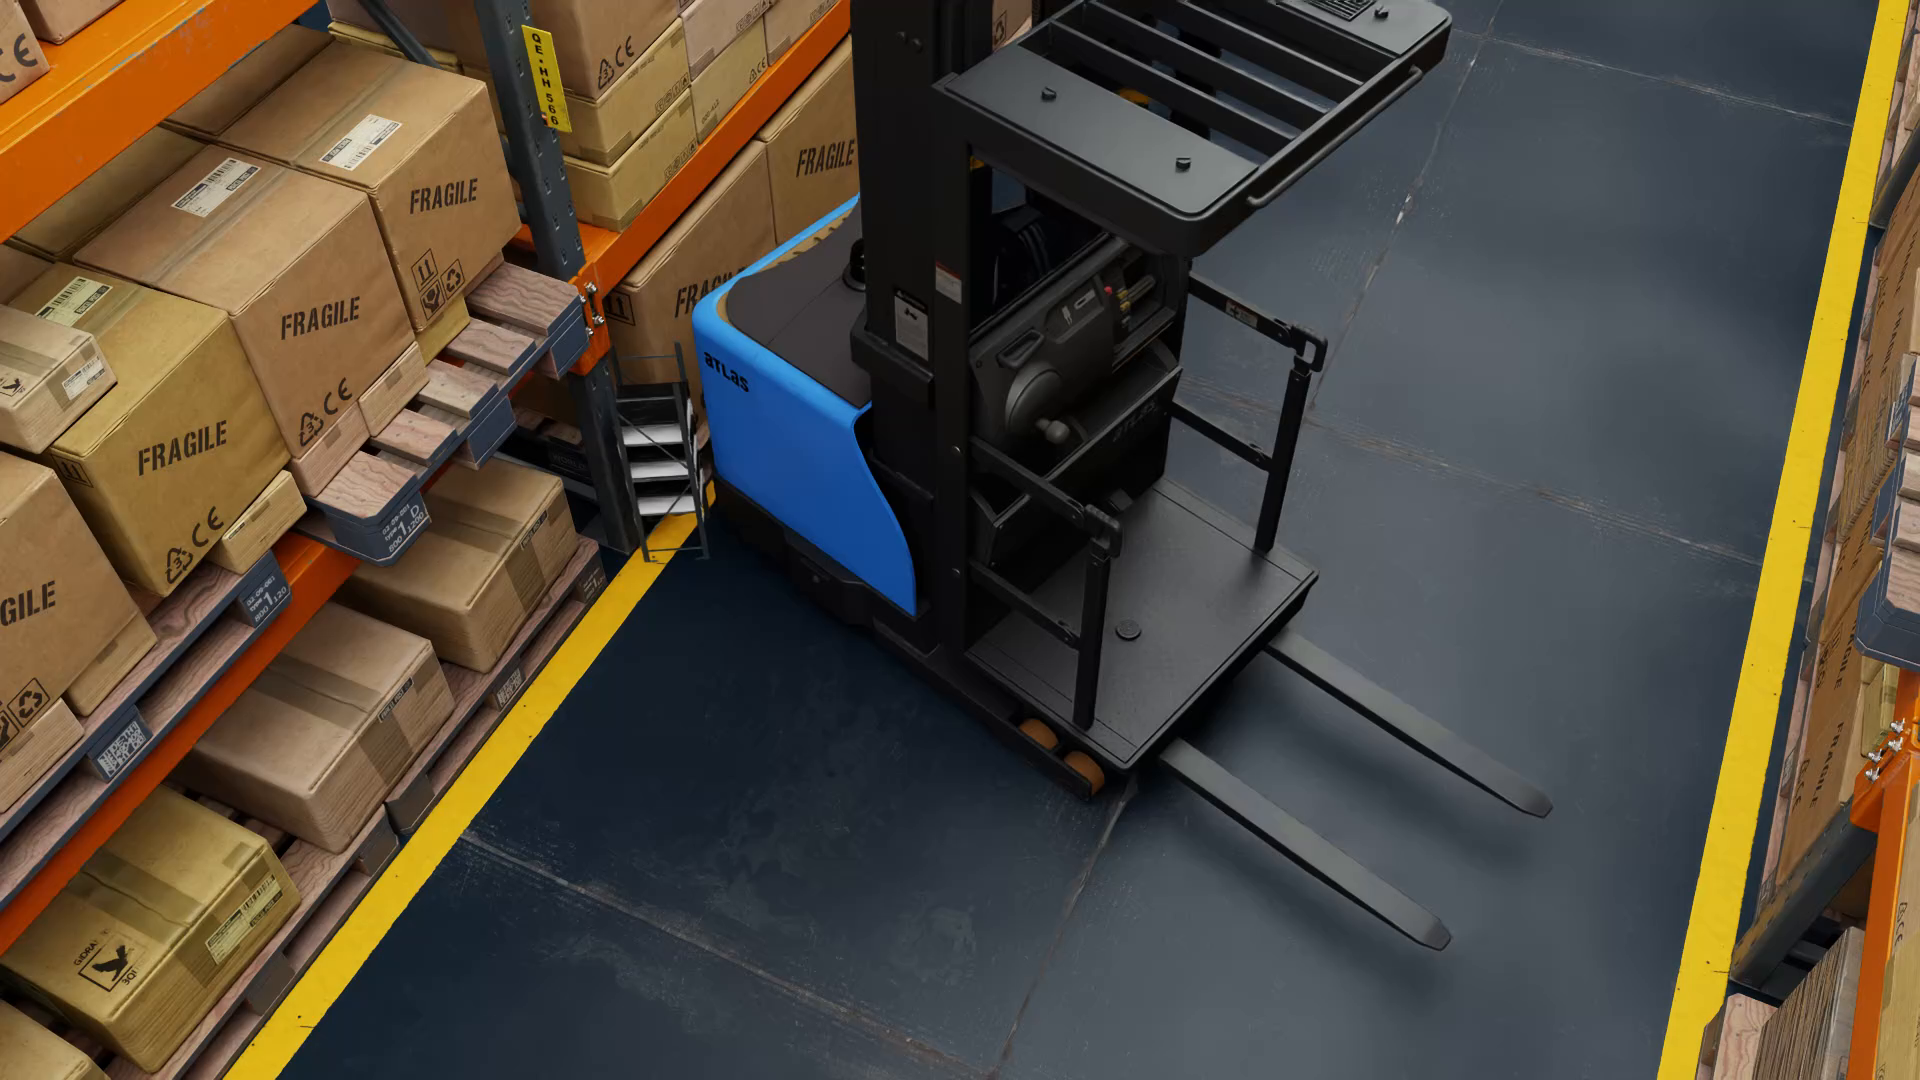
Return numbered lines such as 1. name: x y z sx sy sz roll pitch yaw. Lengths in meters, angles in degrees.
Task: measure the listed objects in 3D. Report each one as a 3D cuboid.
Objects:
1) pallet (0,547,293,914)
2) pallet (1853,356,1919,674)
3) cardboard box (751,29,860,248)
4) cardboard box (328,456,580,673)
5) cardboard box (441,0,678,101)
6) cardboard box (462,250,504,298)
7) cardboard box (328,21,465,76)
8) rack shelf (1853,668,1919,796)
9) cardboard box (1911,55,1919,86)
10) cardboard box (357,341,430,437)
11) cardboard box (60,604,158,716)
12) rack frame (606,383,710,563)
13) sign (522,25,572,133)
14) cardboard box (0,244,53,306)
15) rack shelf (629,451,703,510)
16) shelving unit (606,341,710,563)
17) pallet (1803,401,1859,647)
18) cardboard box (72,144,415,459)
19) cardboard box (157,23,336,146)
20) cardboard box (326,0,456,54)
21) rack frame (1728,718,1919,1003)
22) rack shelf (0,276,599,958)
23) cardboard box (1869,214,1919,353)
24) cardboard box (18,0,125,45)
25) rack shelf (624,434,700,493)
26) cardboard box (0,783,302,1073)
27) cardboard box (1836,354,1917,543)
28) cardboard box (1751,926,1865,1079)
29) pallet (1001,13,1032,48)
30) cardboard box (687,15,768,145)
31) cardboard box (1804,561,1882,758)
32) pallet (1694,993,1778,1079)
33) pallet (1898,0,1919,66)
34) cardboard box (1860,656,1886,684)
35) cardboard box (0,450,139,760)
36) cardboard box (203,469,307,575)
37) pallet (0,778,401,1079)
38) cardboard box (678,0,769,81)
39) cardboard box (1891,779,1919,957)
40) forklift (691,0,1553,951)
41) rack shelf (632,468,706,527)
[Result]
1. pallet: -2.466 0.326 4.129 1.003 0.211 1.213 20 52 16
2. pallet: 3.059 0.073 4.345 1.213 0.211 1.003 20 52 16
3. cardboard box: -0.902 -1.621 6.779 0.875 0.875 0.875 20 53 17
4. cardboard box: -1.907 -0.011 5.740 0.950 0.372 0.625 17 52 14
5. cardboard box: -1.225 -1.729 5.029 0.500 0.500 0.500 18 52 15
6. cardboard box: -1.584 -0.865 4.906 0.380 0.149 0.250 22 53 17
7. cardboard box: -1.680 -1.642 5.448 0.500 0.250 0.500 20 52 16
8. rack shelf: 3.687 -0.644 5.301 1.077 0.370 4.000 20 52 16
9. cardboard box: 4.666 -2.229 7.697 0.396 0.266 0.258 22 53 17
10. cardboard box: -1.700 -0.469 4.568 0.380 0.149 0.250 19 52 16
11. cardboard box: -2.175 0.228 3.976 0.380 0.149 0.250 18 52 15
12. rack frame: -1.052 -0.218 5.844 0.240 0.900 0.006 -4 50 -3
13. sign: -1.162 -1.292 4.671 0.100 0.325 0.005 20 52 16
14. cardboard box: -2.495 -0.414 4.096 0.500 0.500 0.500 21 53 17
15. rack shelf: -1.060 -0.215 6.003 0.258 0.077 0.200 -4 50 -3
16. shelving unit: -1.060 -0.295 5.909 0.258 0.900 0.210 -4 50 -3
17. pallet: 3.708 0.065 6.056 1.003 0.211 1.213 20 52 16
18. cardboard box: -1.811 -0.614 4.266 0.500 0.500 0.500 19 52 16
19. cardboard box: -2.058 -1.143 4.716 0.500 0.500 0.500 18 52 15
20. cardboard box: -1.673 -1.910 5.184 0.500 0.500 0.500 19 52 15
21. rack frame: 2.833 0.500 3.855 1.000 3.000 0.127 20 52 16
22. rack shelf: -2.511 0.498 4.329 1.077 0.370 4.000 20 52 16
23. cardboard box: 3.913 -0.951 6.455 0.500 0.500 0.500 19 52 16
24. cardboard box: -2.071 -1.467 3.494 0.700 0.500 0.500 20 52 16
25. rack shelf: -1.060 -0.273 5.935 0.258 0.077 0.200 -4 50 -3
26. cardboard box: -2.544 1.020 4.862 0.950 0.372 0.625 21 53 17
27. cardboard box: 3.468 -0.253 5.862 0.500 0.500 0.500 18 52 15
28. cardboard box: 2.554 1.559 4.238 0.875 0.625 0.625 21 53 17
29. pallet: -0.210 -2.407 8.160 1.003 0.211 1.213 20 52 16
30. cardboard box: -1.017 -1.678 5.807 0.500 0.250 0.500 18 52 15
31. cardboard box: 3.042 0.472 5.245 0.500 0.500 0.500 19 52 16
32. pallet: 2.446 1.958 4.445 1.003 0.211 1.213 20 52 16
33. pallet: 5.356 -2.666 8.380 1.003 0.211 1.213 20 52 16
34. cardboard box: 2.903 0.343 4.928 0.380 0.149 0.250 17 52 14
35. cardboard box: -2.259 0.109 3.651 0.500 0.500 0.500 18 52 15
36. cardboard box: -1.920 -0.104 4.258 0.380 0.149 0.250 21 53 17
37. pallet: -2.515 1.166 5.119 1.003 0.211 1.213 20 52 16
38. cardboard box: -0.995 -1.850 5.625 0.500 0.250 0.500 21 53 17
39. cardboard box: 2.422 0.775 3.720 0.500 0.250 0.500 20 52 16
40. forklift: 0.523 -0.548 4.792 3.031 2.935 1.130 34 58 26
41. rack shelf: -1.060 -0.156 6.071 0.258 0.077 0.200 -4 50 -3
